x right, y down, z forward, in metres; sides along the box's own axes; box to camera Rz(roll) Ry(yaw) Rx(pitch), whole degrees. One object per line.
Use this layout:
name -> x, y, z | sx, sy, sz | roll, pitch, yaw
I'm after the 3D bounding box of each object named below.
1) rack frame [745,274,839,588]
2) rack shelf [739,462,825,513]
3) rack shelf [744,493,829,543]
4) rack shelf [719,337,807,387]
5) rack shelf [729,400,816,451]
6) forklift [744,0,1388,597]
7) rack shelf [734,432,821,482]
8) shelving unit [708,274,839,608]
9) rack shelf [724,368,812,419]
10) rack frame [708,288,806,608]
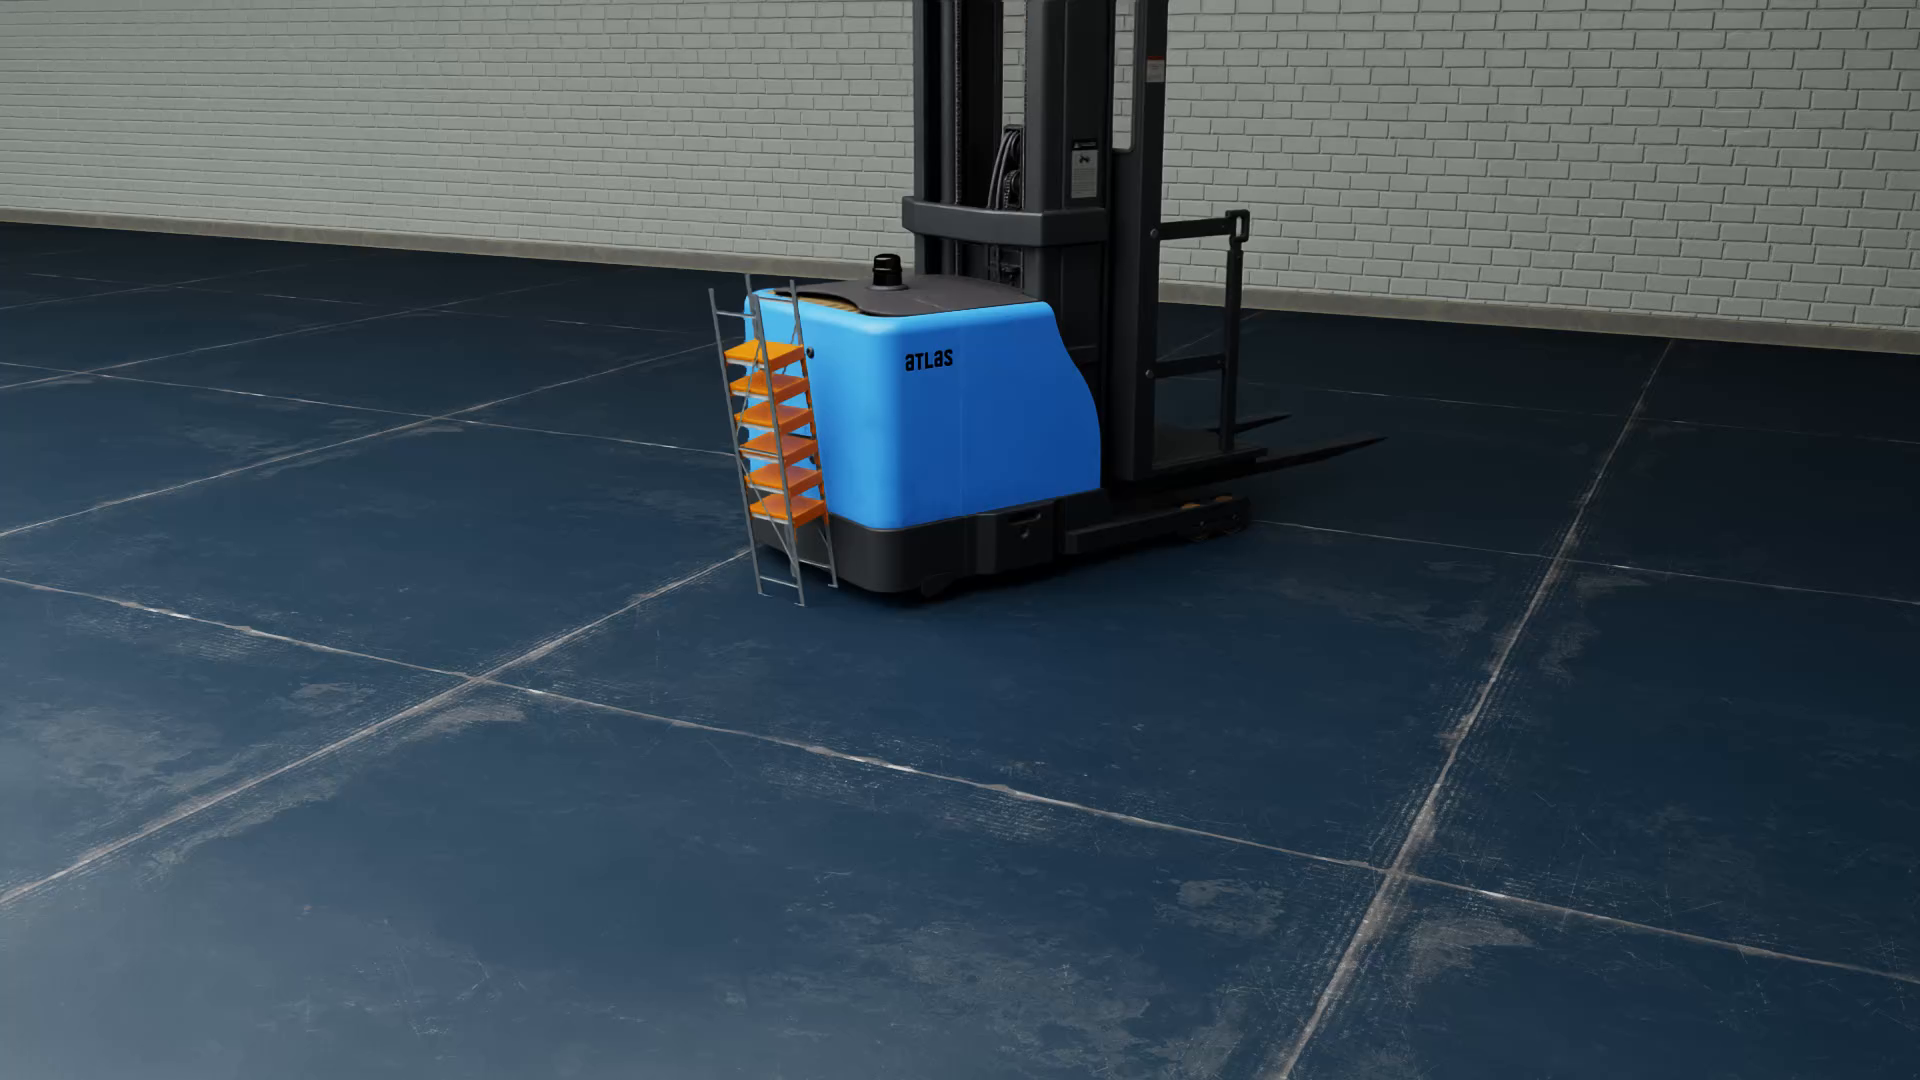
rack frame -> -0.616, -0.385, 6.132 | 0.240, 1.200, 0.006 | 13, 30, 36
rack shelf -> -0.655, -0.201, 6.135 | 0.258, 0.103, 0.180 | 13, 30, 36
rack shelf -> -0.643, -0.092, 6.183 | 0.258, 0.103, 0.180 | 13, 30, 36
rack shelf -> -0.703, -0.638, 5.941 | 0.258, 0.103, 0.180 | 13, 30, 36
rack shelf -> -0.679, -0.419, 6.038 | 0.258, 0.103, 0.180 | 13, 30, 36
forklift -> 0.619, -1.505, 6.943 | 3.031, 2.935, 1.130 | -12, 20, -35
rack shelf -> -0.667, -0.310, 6.086 | 0.258, 0.103, 0.180 | 13, 30, 36
shelving unit -> -0.672, -0.350, 6.068 | 0.258, 1.200, 0.189 | 13, 30, 36
rack shelf -> -0.691, -0.528, 5.990 | 0.258, 0.103, 0.180 | 13, 30, 36
rack frame -> -0.727, -0.316, 6.004 | 0.240, 1.200, 0.006 | 13, 30, 36
